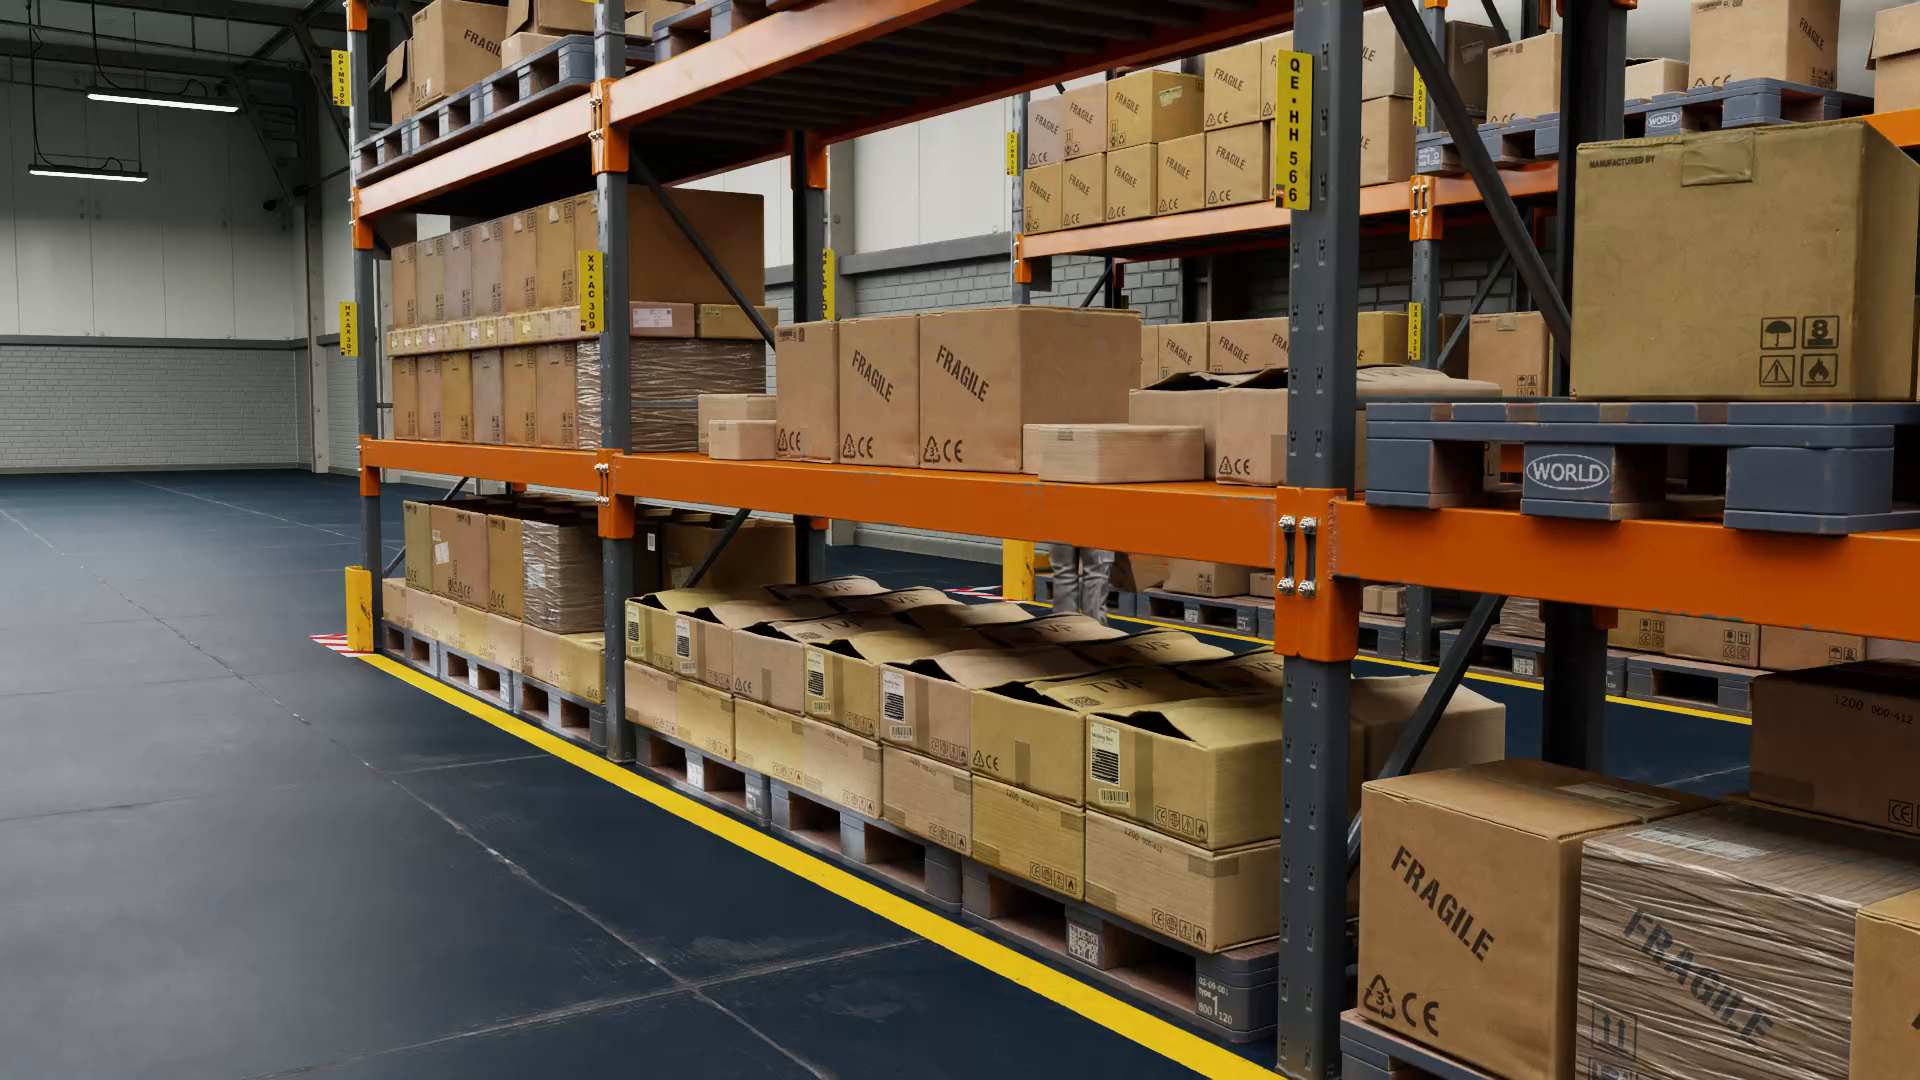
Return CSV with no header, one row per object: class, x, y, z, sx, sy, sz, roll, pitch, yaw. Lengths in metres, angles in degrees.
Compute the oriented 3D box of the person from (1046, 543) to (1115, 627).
person,0.716,-0.167,9.547,0.625,1.782,0.421,2,5,27
